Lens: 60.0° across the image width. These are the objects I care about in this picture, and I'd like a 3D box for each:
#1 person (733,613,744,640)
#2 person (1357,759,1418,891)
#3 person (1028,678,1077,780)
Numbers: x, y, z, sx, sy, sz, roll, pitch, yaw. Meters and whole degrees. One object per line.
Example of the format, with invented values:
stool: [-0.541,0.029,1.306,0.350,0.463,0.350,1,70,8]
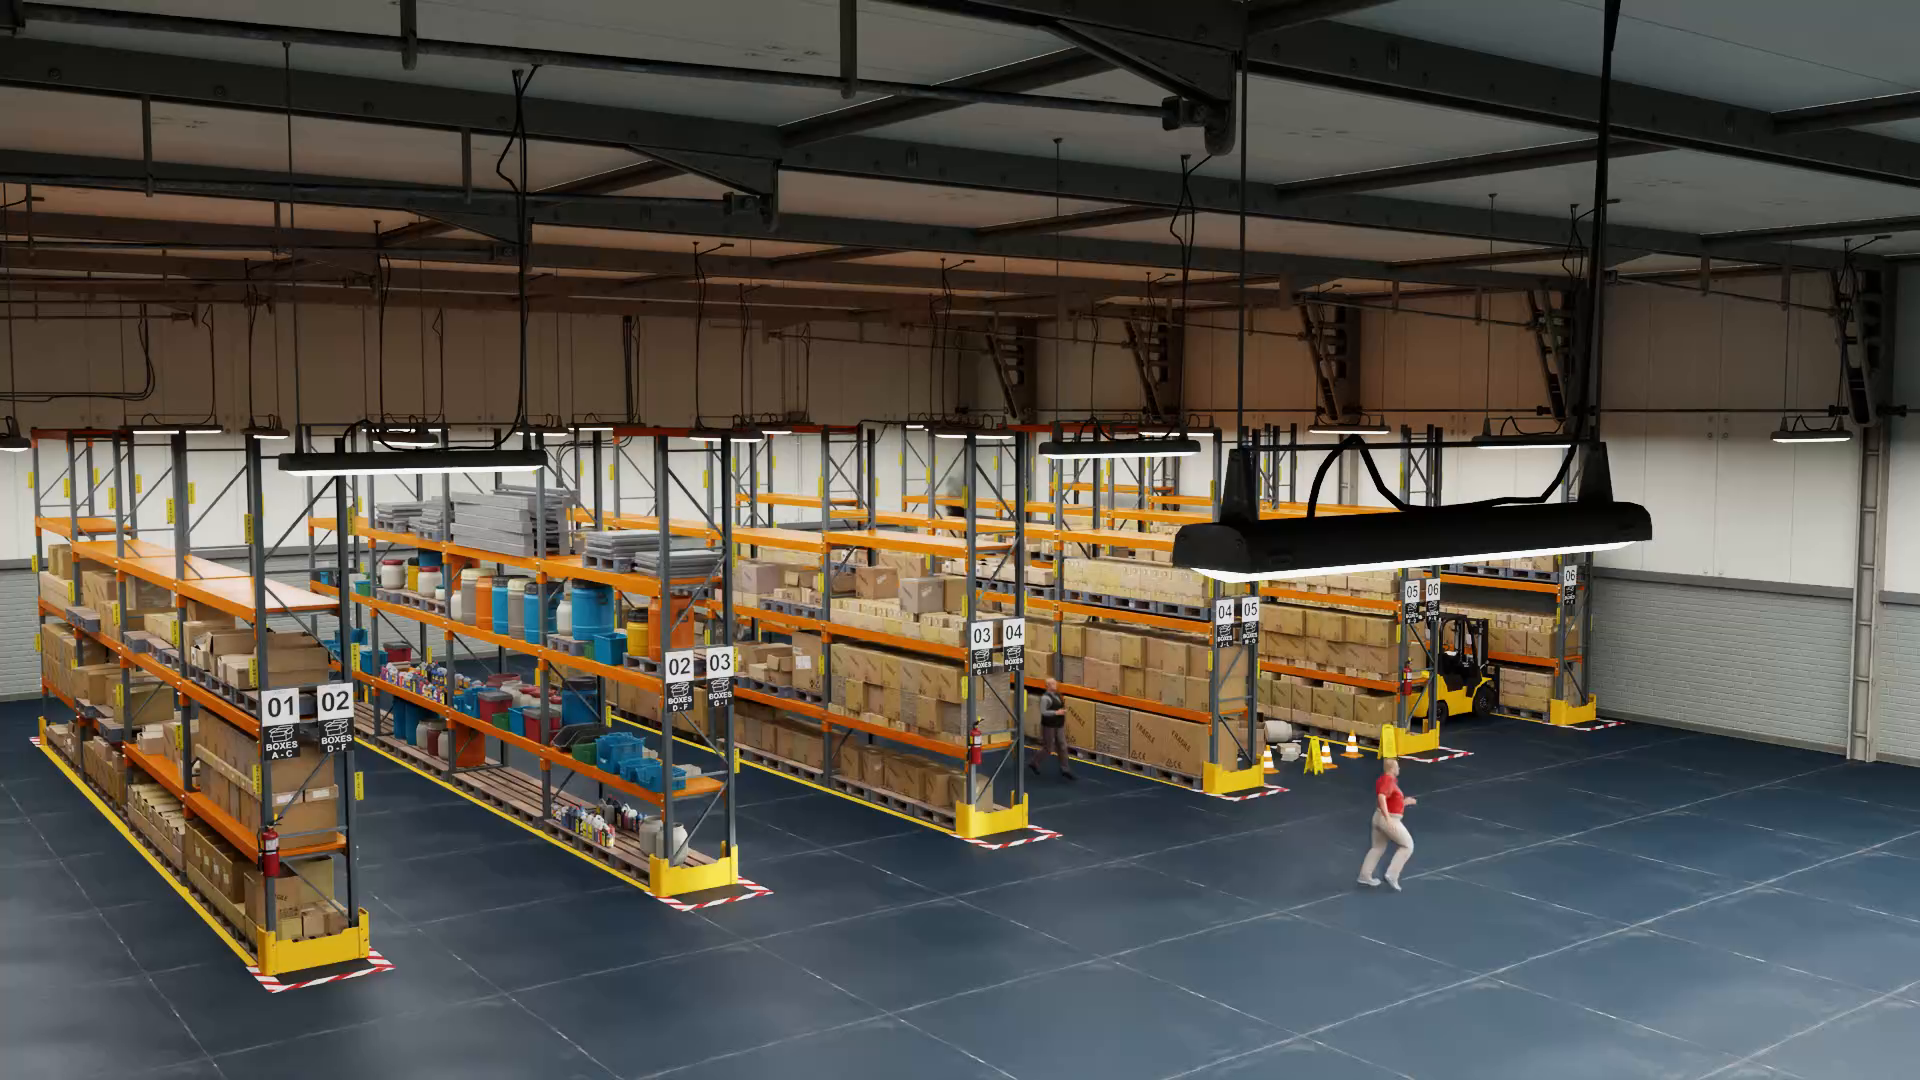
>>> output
person: [-5.251,2.472,37.937,0.652,1.820,0.816,-3,5,-29]
person: [5.663,3.761,21.931,0.826,1.767,0.627,-1,5,-13]
person: [1.584,3.209,28.407,0.906,1.715,0.661,3,6,36]
